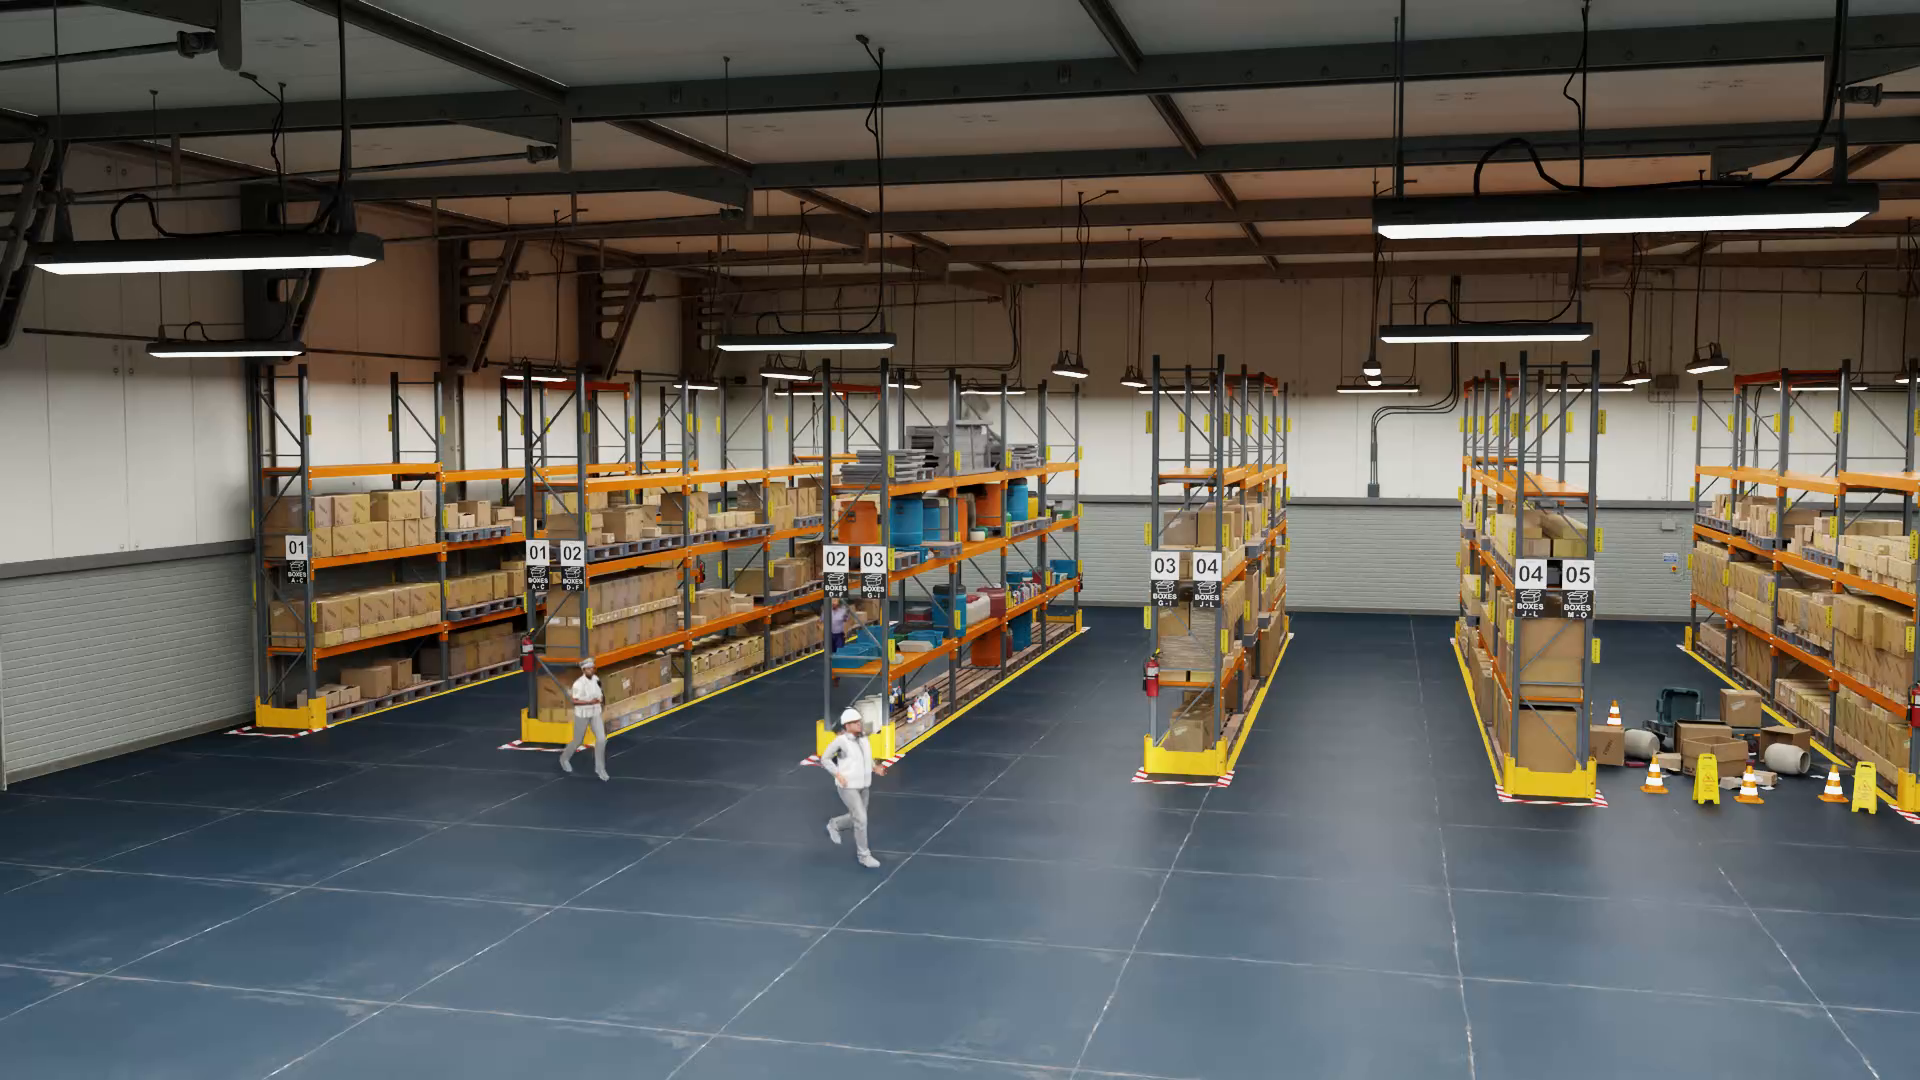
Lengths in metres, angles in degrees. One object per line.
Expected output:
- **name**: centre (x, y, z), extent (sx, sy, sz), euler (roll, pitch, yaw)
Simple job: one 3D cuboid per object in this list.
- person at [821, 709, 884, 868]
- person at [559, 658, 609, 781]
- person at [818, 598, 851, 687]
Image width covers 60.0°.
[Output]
- **person**: centre (-1.249, 2.819, 19.081), extent (0.880, 1.771, 0.662), euler (3, 5, 39)
- **person**: centre (-5.324, 2.526, 23.681), extent (0.901, 1.740, 0.587), euler (4, 6, 45)
- **person**: centre (-2.278, 1.827, 30.230), extent (0.608, 1.640, 0.657), euler (0, 4, -3)
